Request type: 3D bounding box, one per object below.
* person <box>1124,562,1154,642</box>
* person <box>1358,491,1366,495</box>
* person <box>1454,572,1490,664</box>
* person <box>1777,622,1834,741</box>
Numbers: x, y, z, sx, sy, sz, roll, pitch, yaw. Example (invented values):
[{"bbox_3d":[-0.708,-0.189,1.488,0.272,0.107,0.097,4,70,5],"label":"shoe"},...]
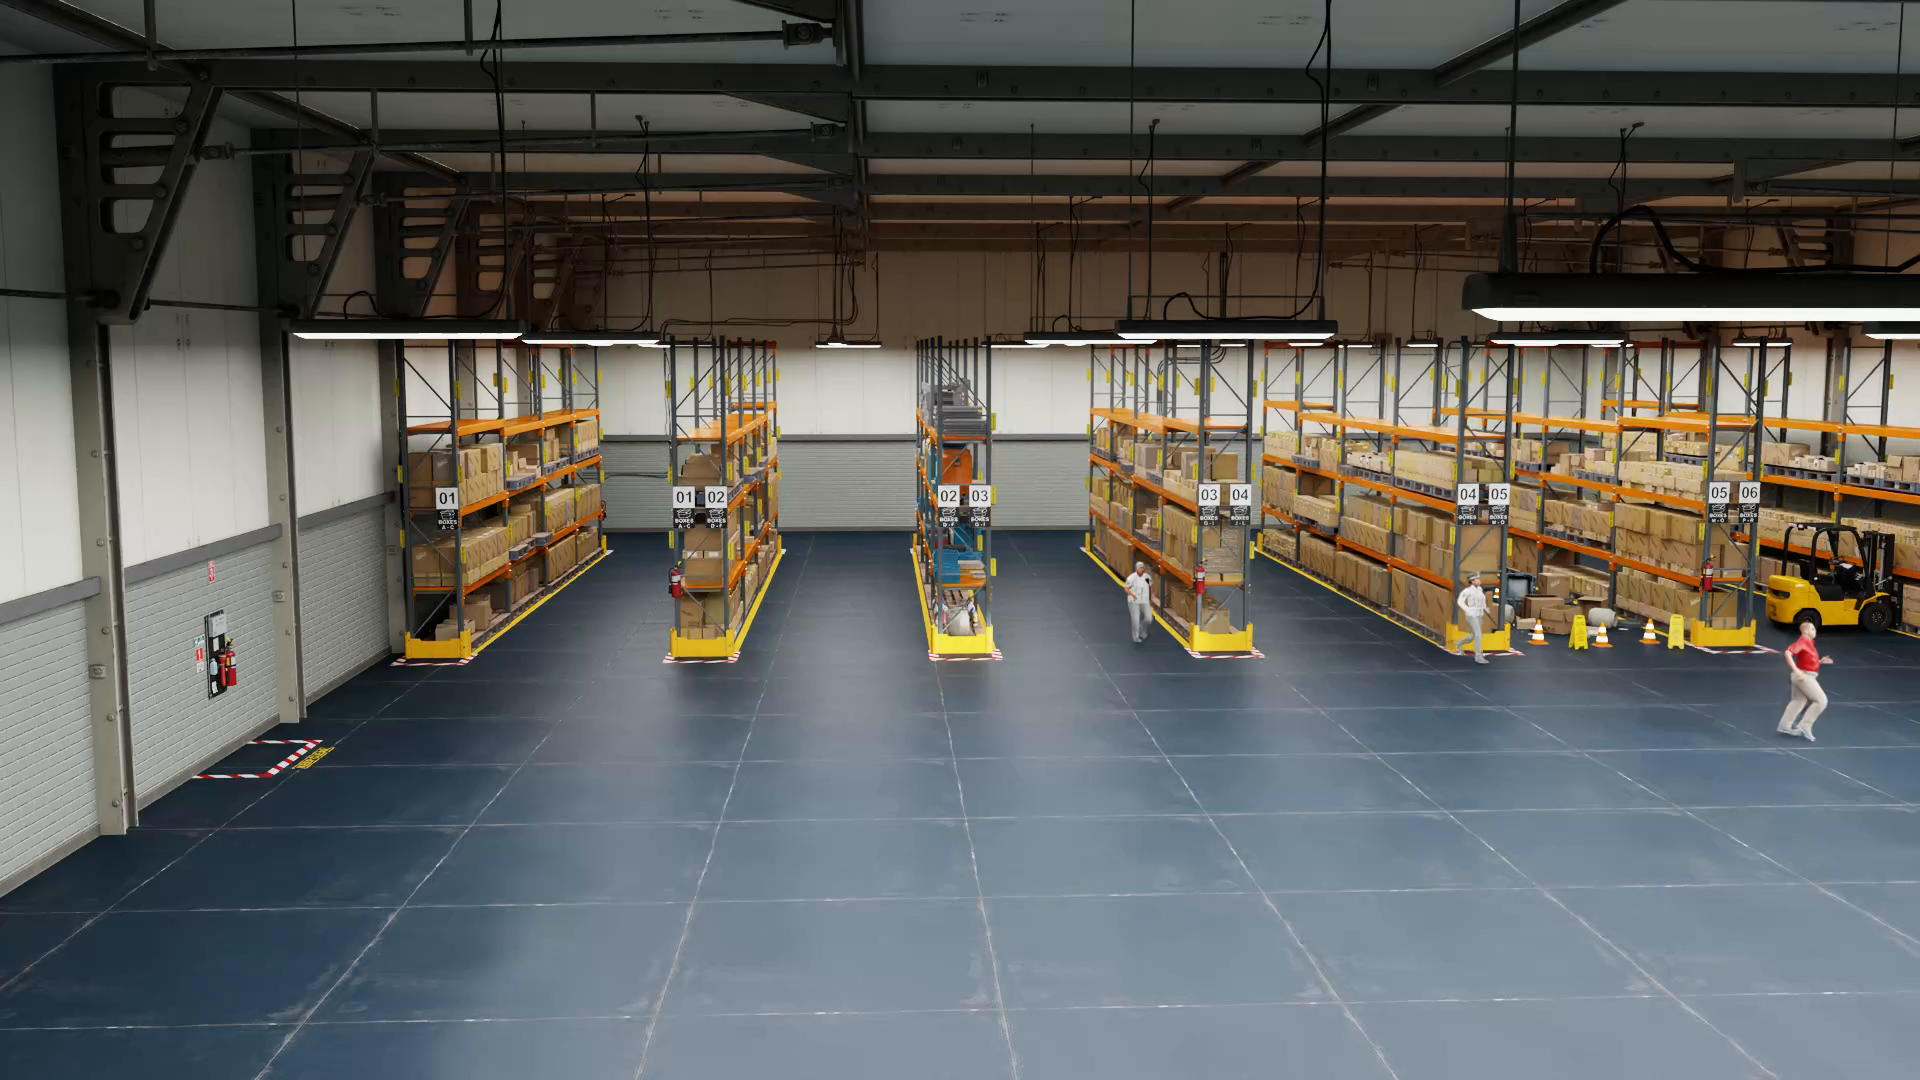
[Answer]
[{"bbox_3d":[3.530,1.218,32.570,0.634,1.606,0.576,-1,7,-10],"label":"person"},{"bbox_3d":[12.274,-0.654,49.436,0.960,1.624,0.656,0,7,-4],"label":"person"},{"bbox_3d":[9.430,1.405,30.650,0.635,1.680,0.799,-5,8,-38],"label":"person"},{"bbox_3d":[12.513,2.090,24.596,0.694,1.756,0.646,3,7,24],"label":"person"}]
